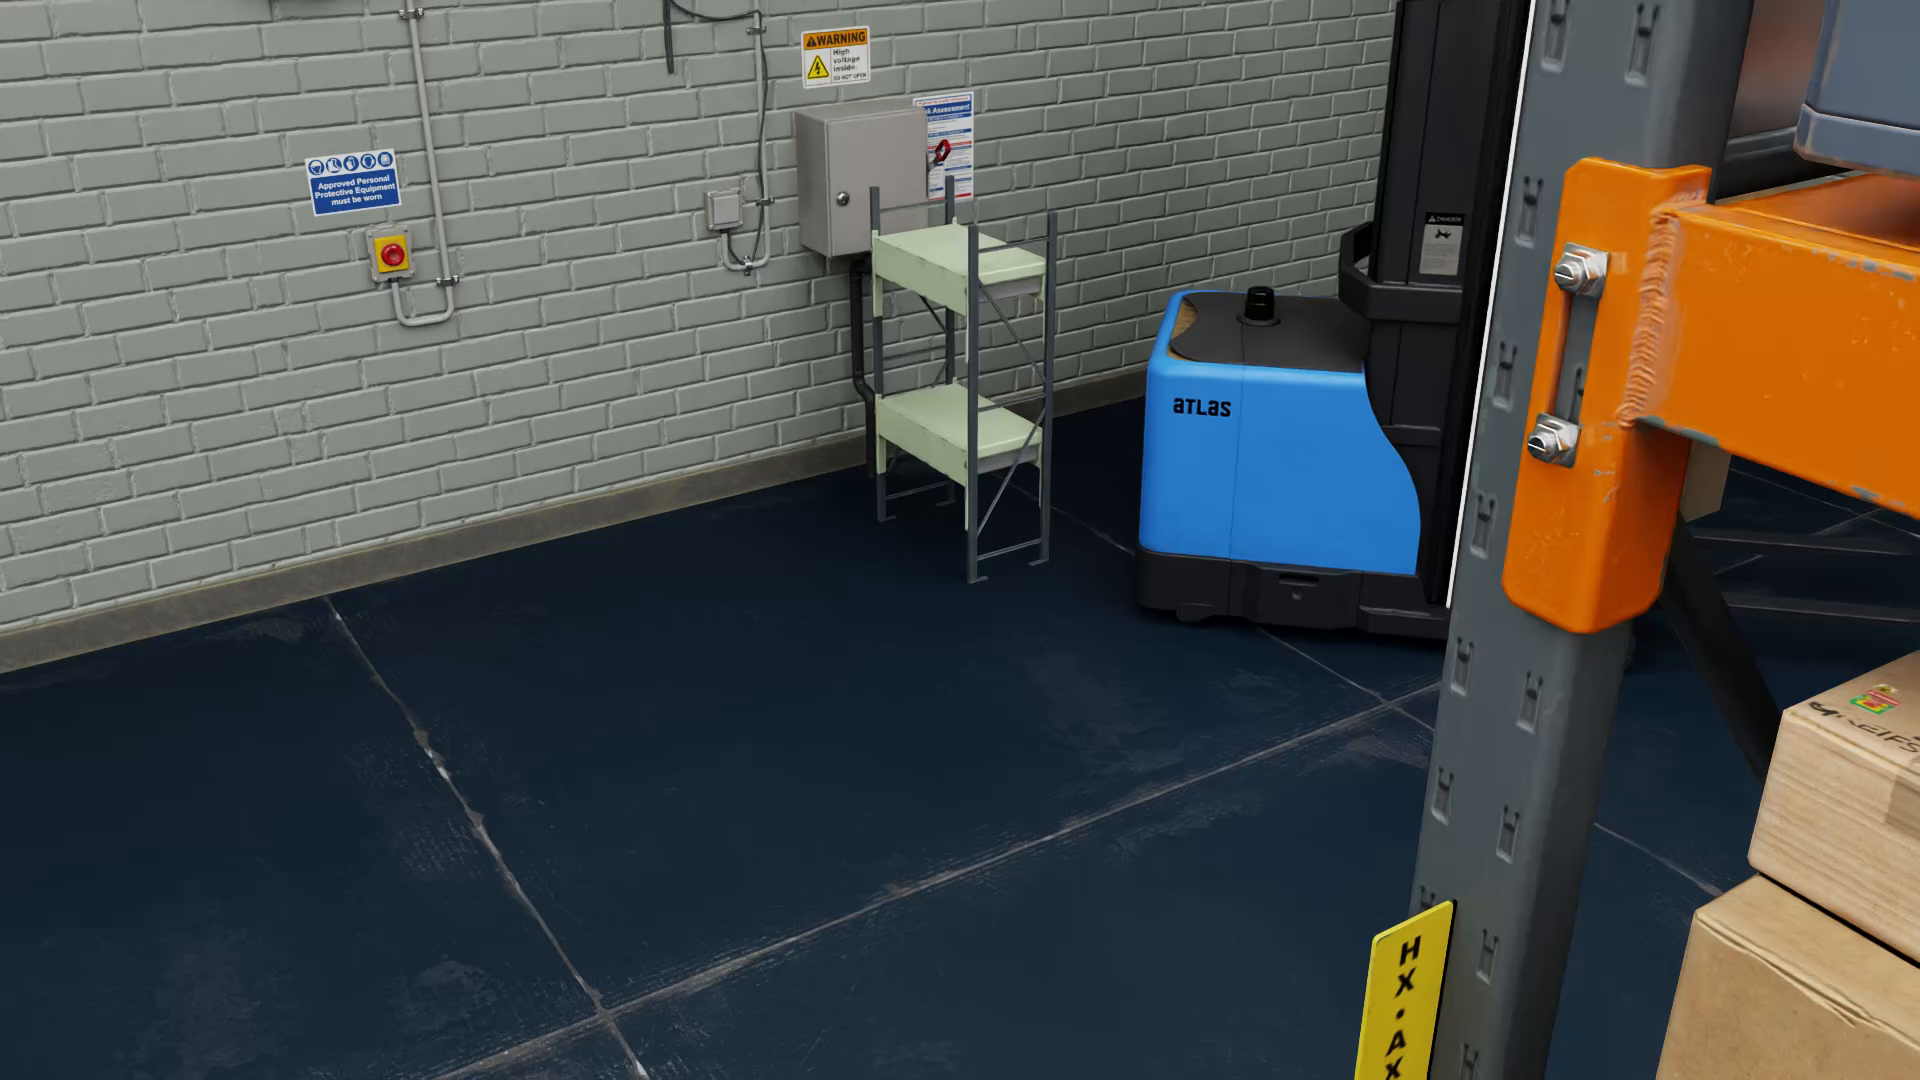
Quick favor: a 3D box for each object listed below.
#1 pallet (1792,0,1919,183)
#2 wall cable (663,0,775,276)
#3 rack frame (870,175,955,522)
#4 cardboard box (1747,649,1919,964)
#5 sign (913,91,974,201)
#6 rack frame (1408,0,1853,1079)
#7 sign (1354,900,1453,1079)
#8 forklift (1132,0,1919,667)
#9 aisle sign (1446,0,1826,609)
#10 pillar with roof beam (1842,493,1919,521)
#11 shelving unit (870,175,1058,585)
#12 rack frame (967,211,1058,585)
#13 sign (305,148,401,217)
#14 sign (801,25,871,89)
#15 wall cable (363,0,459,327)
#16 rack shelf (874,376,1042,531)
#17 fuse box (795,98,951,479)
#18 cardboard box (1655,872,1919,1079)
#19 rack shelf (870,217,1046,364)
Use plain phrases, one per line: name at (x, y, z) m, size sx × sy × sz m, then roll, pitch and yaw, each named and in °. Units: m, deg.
pallet at (1.296, -0.261, 0.878) m, size 1.003 × 0.211 × 1.213 m, roll -16°, pitch 29°, yaw -30°
wall cable at (-1.033, -2.013, 6.810) m, size 0.588 × 1.984 × 0.122 m, roll -16°, pitch 29°, yaw -30°
rack frame at (-0.196, -0.807, 7.202) m, size 0.400 × 1.500 × 0.023 m, roll -16°, pitch 29°, yaw -30°
cardboard box at (0.844, 0.194, 1.278) m, size 0.380 × 0.149 × 0.250 m, roll -15°, pitch 29°, yaw -29°
sign at (-0.075, -1.802, 7.665) m, size 0.329 × 0.494 × 0.001 m, roll -16°, pitch 29°, yaw -30°
rack frame at (0.885, 0.792, 2.058) m, size 0.949 × 2.616 × 0.053 m, roll -16°, pitch 29°, yaw -30°
sign at (0.414, 0.493, 1.586) m, size 0.100 × 0.325 × 0.005 m, roll -16°, pitch 29°, yaw -30°
forklift at (2.256, -1.085, 6.115) m, size 3.031 × 2.935 × 1.130 m, roll 5°, pitch 26°, yaw 11°
aisle sign at (0.600, -0.341, 1.413) m, size 0.394 × 0.787 × 0.004 m, roll -16°, pitch 29°, yaw -30°
pillar with roof beam at (0.715, -3.249, 3.592) m, size 9.100 × 9.000 × 0.400 m, roll -16°, pitch 29°, yaw -30°
shelving unit at (0.004, -0.676, 6.925) m, size 0.431 × 1.500 × 0.755 m, roll -16°, pitch 29°, yaw -30°
rack frame at (0.203, -0.545, 6.647) m, size 0.400 × 1.500 × 0.023 m, roll -16°, pitch 29°, yaw -30°
sign at (-2.289, -1.351, 6.282) m, size 0.327 × 0.218 × 0.001 m, roll -16°, pitch 29°, yaw -30°
sign at (-0.535, -2.091, 7.197) m, size 0.339 × 0.242 × 0.001 m, roll -16°, pitch 29°, yaw -30°
wall cable at (-2.215, -1.692, 6.094) m, size 0.585 × 1.953 × 0.123 m, roll -16°, pitch 29°, yaw -30°
rack shelf at (0.004, -0.381, 7.064) m, size 0.431 × 0.370 × 0.720 m, roll -16°, pitch 29°, yaw -30°
fuse box at (-0.376, -1.073, 7.519) m, size 0.539 × 1.711 × 0.414 m, roll -16°, pitch 29°, yaw -30°
cardboard box at (0.906, 0.534, 1.318) m, size 0.500 × 0.500 × 0.500 m, roll -16°, pitch 30°, yaw -31°
rack shelf at (0.004, -1.029, 6.758) m, size 0.431 × 0.370 × 0.720 m, roll -16°, pitch 29°, yaw -30°
